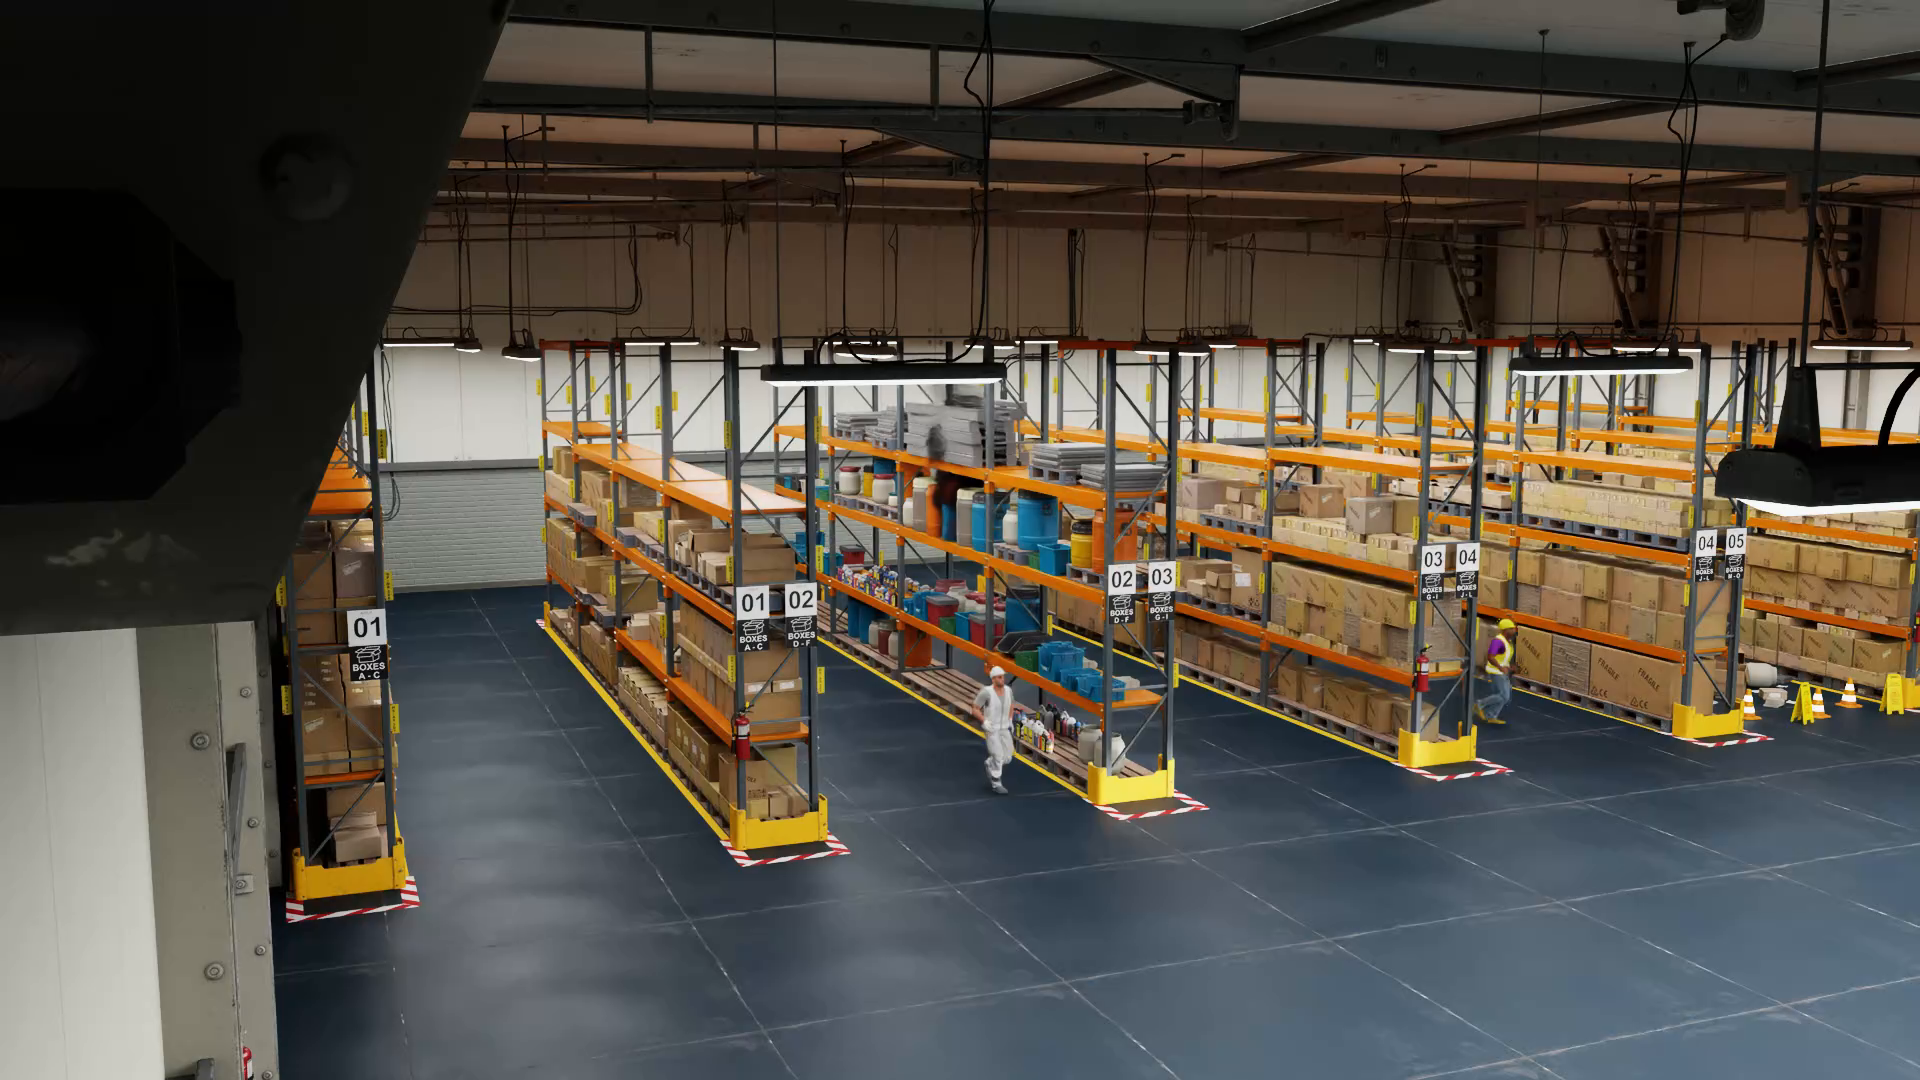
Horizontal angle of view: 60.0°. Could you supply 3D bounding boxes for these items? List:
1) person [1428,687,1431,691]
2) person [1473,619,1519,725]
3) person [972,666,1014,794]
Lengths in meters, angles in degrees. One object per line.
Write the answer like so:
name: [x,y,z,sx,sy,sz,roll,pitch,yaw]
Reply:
person: [8.052,1.853,28.901,0.632,1.522,0.925,-3,8,-22]
person: [8.481,2.081,26.328,0.605,1.704,0.695,5,9,32]
person: [0.455,2.548,22.517,0.671,1.740,0.632,-5,9,-32]
